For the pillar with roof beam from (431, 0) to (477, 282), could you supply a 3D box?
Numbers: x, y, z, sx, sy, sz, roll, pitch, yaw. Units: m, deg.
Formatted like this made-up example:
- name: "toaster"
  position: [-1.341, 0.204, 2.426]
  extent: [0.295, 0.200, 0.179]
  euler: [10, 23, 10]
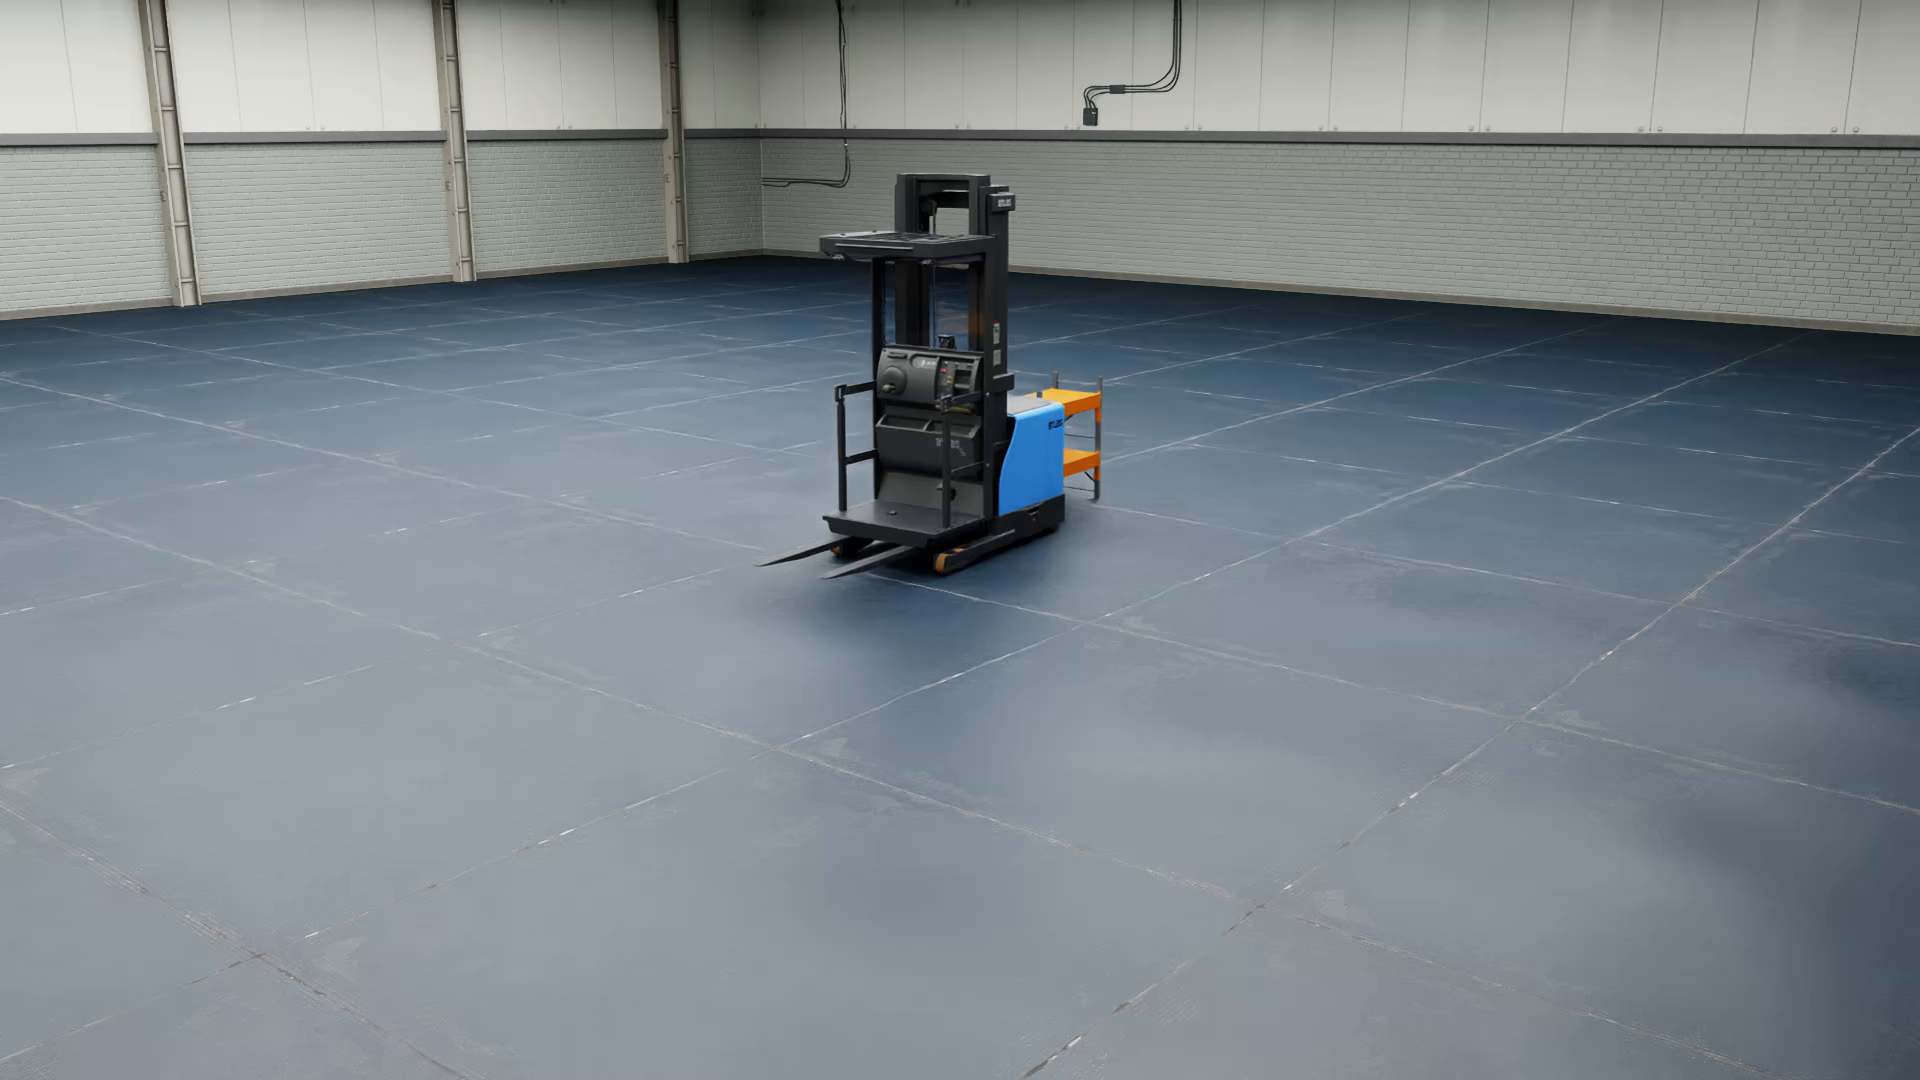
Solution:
- name: "pillar with roof beam"
  position: [-7.151, -9.186, 31.507]
  extent: [9.100, 9.000, 0.400]
  euler: [11, 18, 38]

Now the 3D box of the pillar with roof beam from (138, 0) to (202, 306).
- name: "pillar with roof beam"
  position: [-10.922, -8.037, 26.983]
  extent: [9.100, 9.000, 0.400]
  euler: [11, 18, 38]

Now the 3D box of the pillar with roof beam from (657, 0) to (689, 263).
- name: "pillar with roof beam"
  position: [-3.380, -10.335, 36.030]
  extent: [9.100, 9.000, 0.400]
  euler: [11, 18, 38]

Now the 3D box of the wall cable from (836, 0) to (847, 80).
- name: "wall cable"
  position: [-1.744, -11.885, 38.180]
  extent: [3.097, 2.526, 0.112]
  euler: [11, 18, 38]

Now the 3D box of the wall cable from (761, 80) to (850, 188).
- name: "wall cable"
  position: [-3.848, -9.856, 40.450]
  extent: [3.097, 2.526, 0.112]
  euler: [11, 18, 38]

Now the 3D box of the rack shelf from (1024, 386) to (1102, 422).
- name: "rack shelf"
  position: [0.766, -1.123, 14.571]
  extent: [0.538, 0.278, 1.000]
  euler: [10, 17, 33]

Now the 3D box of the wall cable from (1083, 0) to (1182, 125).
- name: "wall cable"
  position: [3.526, -11.537, 33.854]
  extent: [2.305, 6.003, 0.169]
  euler: [11, 18, 38]

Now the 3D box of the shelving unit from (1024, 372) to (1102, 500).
- name: "shelving unit"
  position: [0.766, -0.839, 14.643]
  extent: [0.538, 1.125, 1.048]
  euler: [10, 17, 33]

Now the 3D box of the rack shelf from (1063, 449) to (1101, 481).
- name: "rack shelf"
  position: [0.766, -0.602, 14.703]
  extent: [0.538, 0.278, 1.000]
  euler: [10, 17, 33]

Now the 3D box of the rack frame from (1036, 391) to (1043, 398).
- name: "rack frame"
  position: [0.480, -0.736, 14.235]
  extent: [0.500, 1.125, 0.032]
  euler: [10, 17, 33]

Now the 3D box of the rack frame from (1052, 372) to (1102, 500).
- name: "rack frame"
  position: [1.052, -0.943, 15.050]
  extent: [0.500, 1.125, 0.032]
  euler: [10, 17, 33]

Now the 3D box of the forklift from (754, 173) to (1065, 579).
- name: "forklift"
  position: [-0.364, -1.289, 12.743]
  extent: [1.130, 2.935, 3.031]
  euler: [10, 17, 33]
